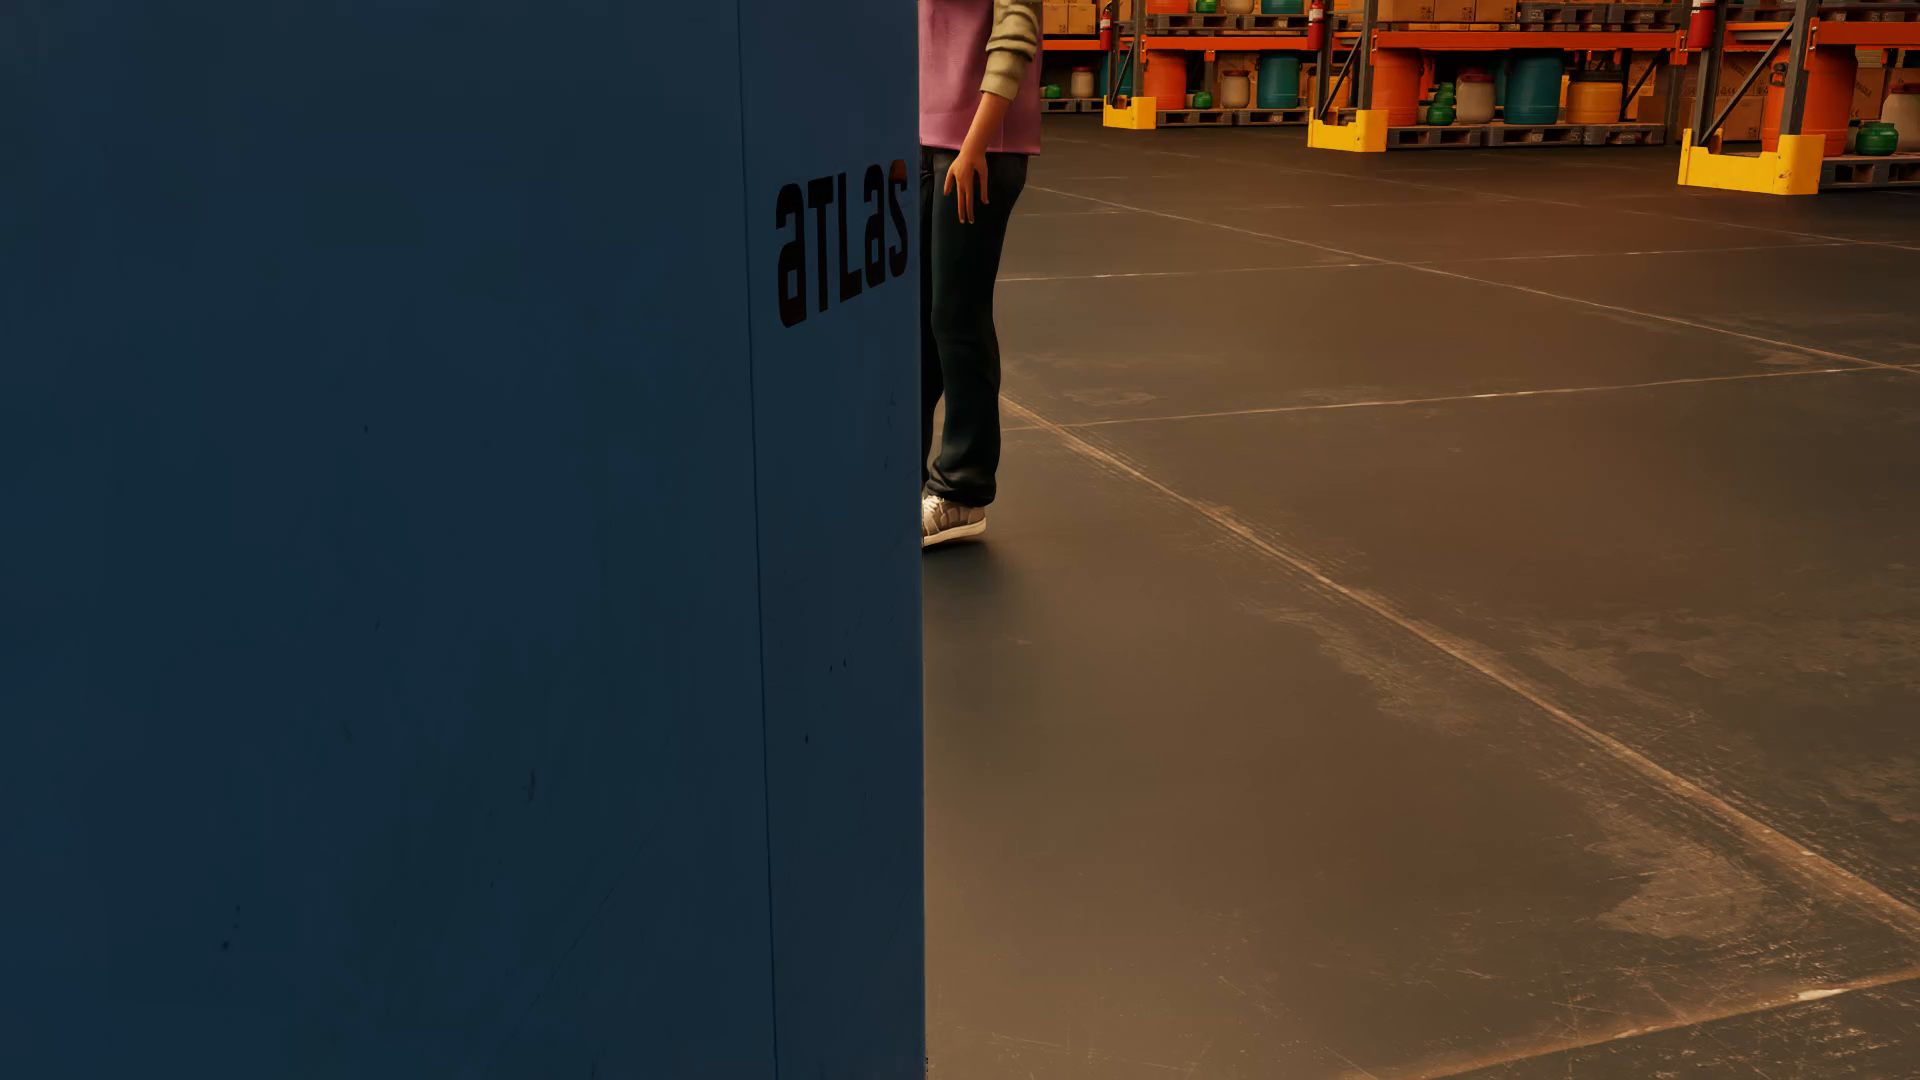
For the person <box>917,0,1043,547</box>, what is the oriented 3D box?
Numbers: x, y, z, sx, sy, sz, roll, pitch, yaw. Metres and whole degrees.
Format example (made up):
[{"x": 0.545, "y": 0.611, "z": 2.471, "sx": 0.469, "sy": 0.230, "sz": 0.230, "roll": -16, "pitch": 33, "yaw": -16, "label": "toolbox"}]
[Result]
[{"x": -0.075, "y": -0.770, "z": 3.331, "sx": 0.473, "sy": 1.599, "sz": 0.521, "roll": -5, "pitch": 17, "yaw": -17, "label": "person"}]
